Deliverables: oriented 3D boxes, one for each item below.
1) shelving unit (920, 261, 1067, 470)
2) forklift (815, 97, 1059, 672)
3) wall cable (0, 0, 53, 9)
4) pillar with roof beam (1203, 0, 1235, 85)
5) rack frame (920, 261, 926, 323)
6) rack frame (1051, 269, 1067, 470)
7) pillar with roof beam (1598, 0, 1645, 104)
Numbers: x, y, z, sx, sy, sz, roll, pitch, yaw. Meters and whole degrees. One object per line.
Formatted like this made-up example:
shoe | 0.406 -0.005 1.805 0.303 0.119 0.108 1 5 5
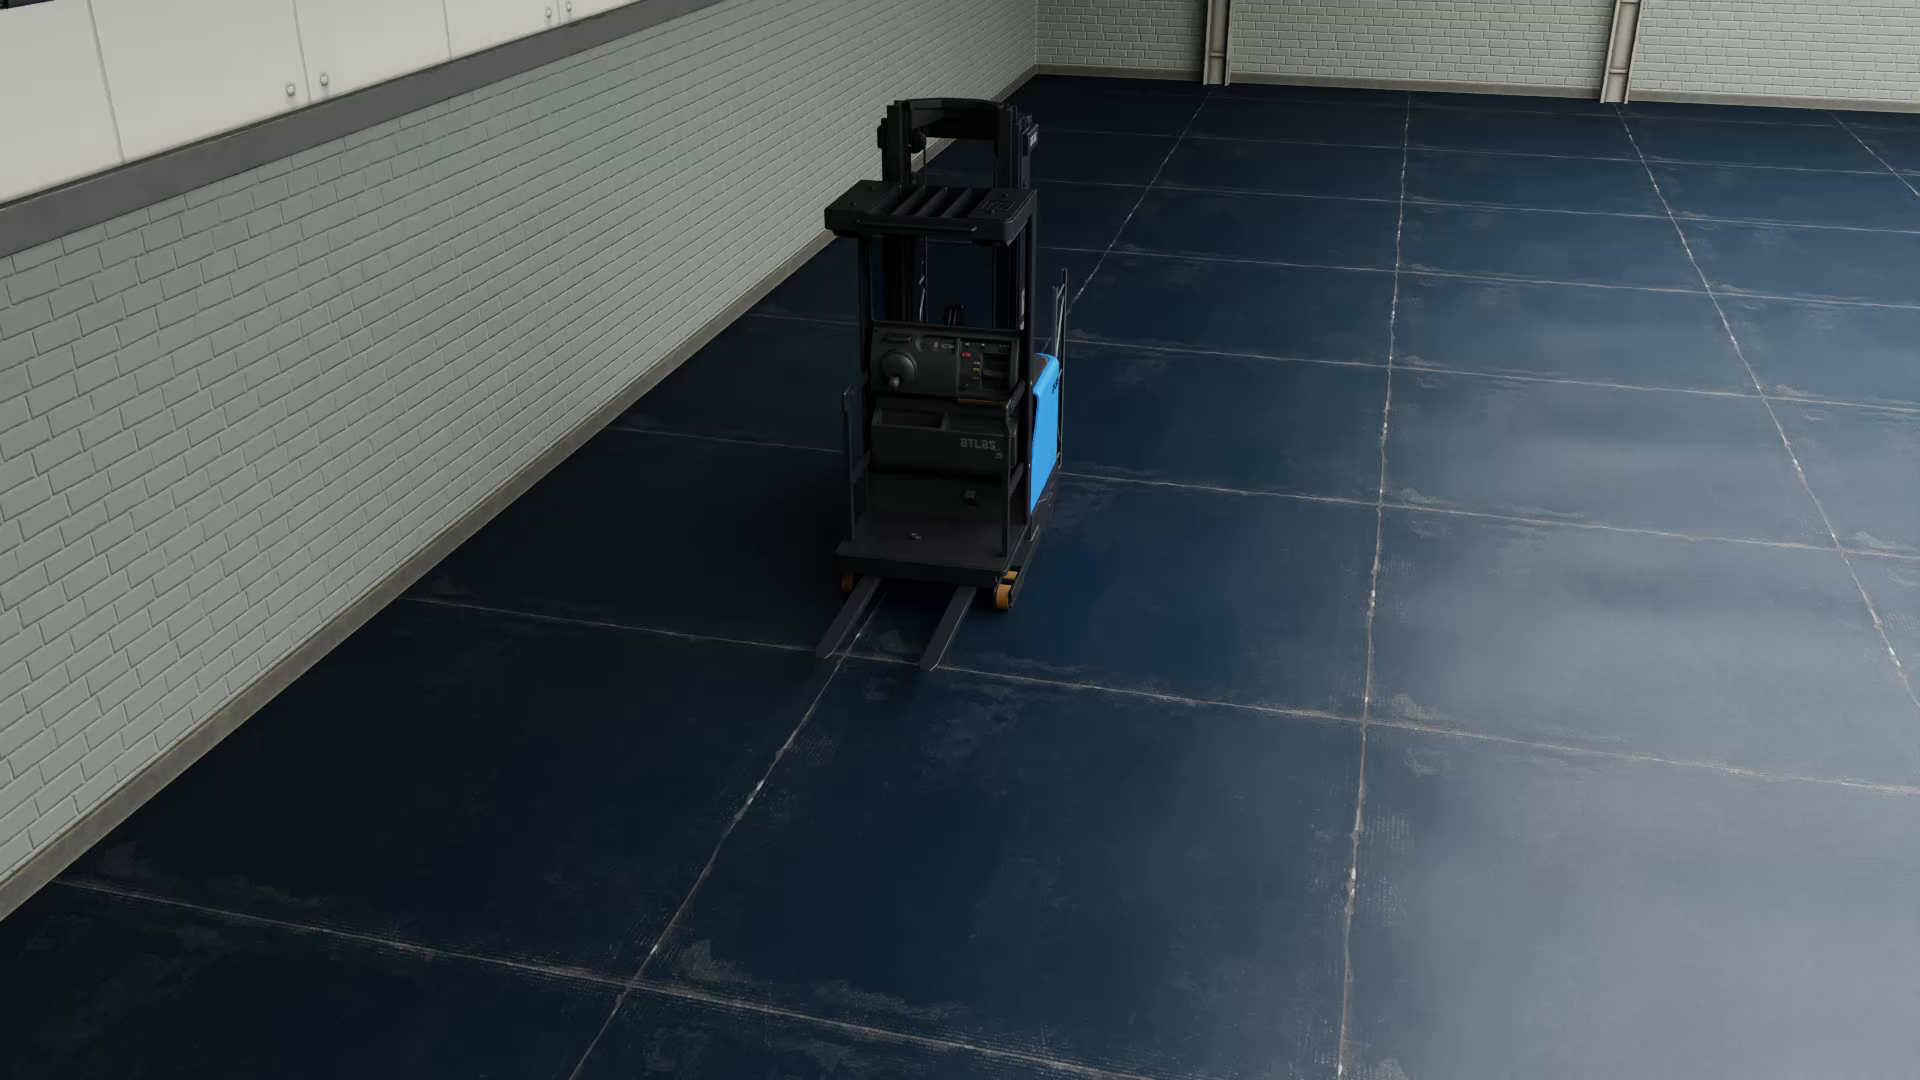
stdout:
shelving unit | 0.197 -1.187 11.994 1.048 1.500 0.538 5 25 10
forklift | -0.142 -1.063 10.073 1.130 2.935 3.031 6 26 12
wall cable | -3.889 -4.607 6.503 0.169 6.003 2.305 6 26 13
pillar with roof beam | 3.028 -9.577 20.898 0.400 9.000 9.100 6 26 13
rack frame | -0.302 -1.229 12.083 0.032 1.500 0.500 5 25 10
rack frame | 0.695 -1.144 11.905 0.032 1.500 0.500 5 25 10
pillar with roof beam | 8.839 -8.935 19.548 0.400 9.000 9.100 6 26 13
